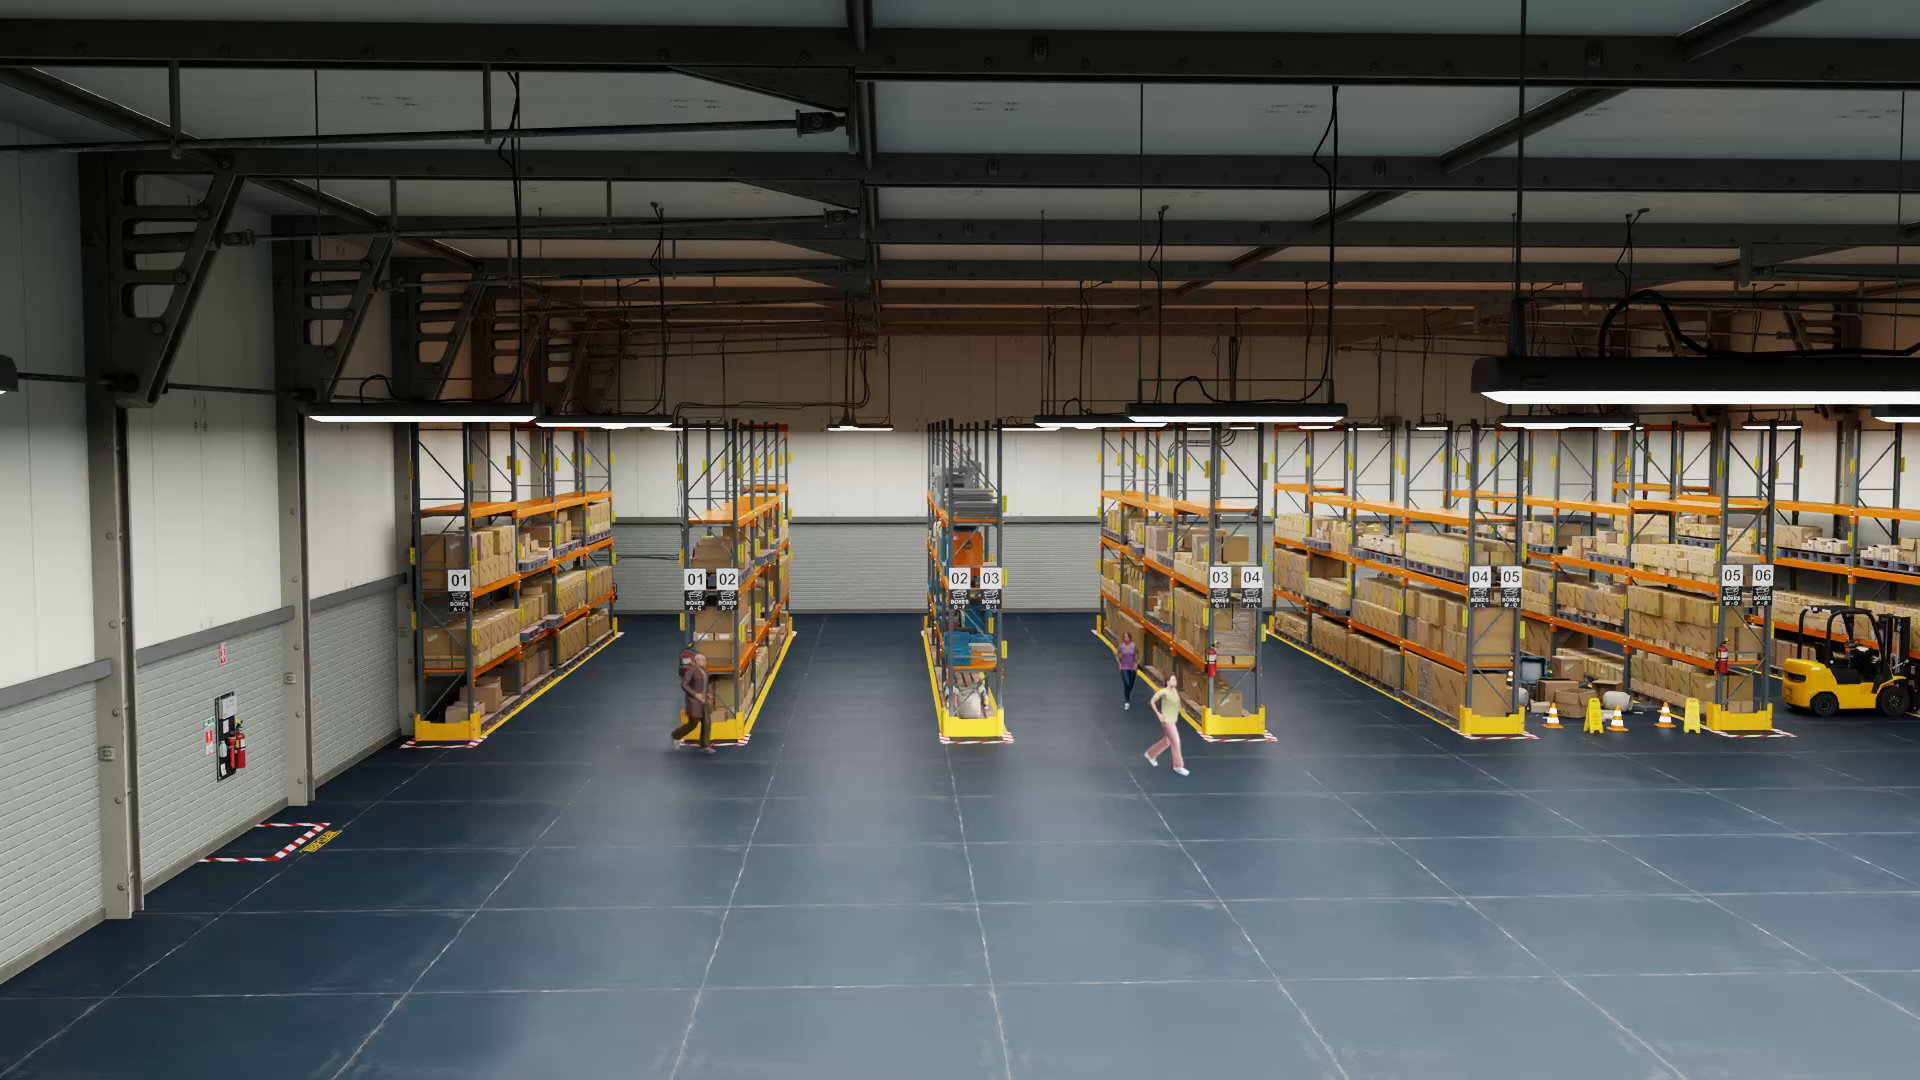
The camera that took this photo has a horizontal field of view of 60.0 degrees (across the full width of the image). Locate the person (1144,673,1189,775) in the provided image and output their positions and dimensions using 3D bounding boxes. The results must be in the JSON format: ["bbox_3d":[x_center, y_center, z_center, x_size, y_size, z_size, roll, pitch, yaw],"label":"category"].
[{"bbox_3d":[3.512,3.084,28.170,0.905,1.681,0.583,3,5,36],"label":"person"}]

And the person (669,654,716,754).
[{"bbox_3d":[-4.747,2.924,29.889,0.932,1.758,0.768,1,4,17],"label":"person"}]

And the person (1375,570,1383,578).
[{"bbox_3d":[12.366,1.729,49.341,0.670,1.657,0.540,0,4,0],"label":"person"}]

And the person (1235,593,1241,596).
[{"bbox_3d":[7.790,1.887,47.339,0.660,1.675,0.788,1,4,19],"label":"person"}]

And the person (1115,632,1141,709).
[{"bbox_3d":[3.520,2.670,34.852,0.539,1.515,0.674,0,4,2],"label":"person"}]
